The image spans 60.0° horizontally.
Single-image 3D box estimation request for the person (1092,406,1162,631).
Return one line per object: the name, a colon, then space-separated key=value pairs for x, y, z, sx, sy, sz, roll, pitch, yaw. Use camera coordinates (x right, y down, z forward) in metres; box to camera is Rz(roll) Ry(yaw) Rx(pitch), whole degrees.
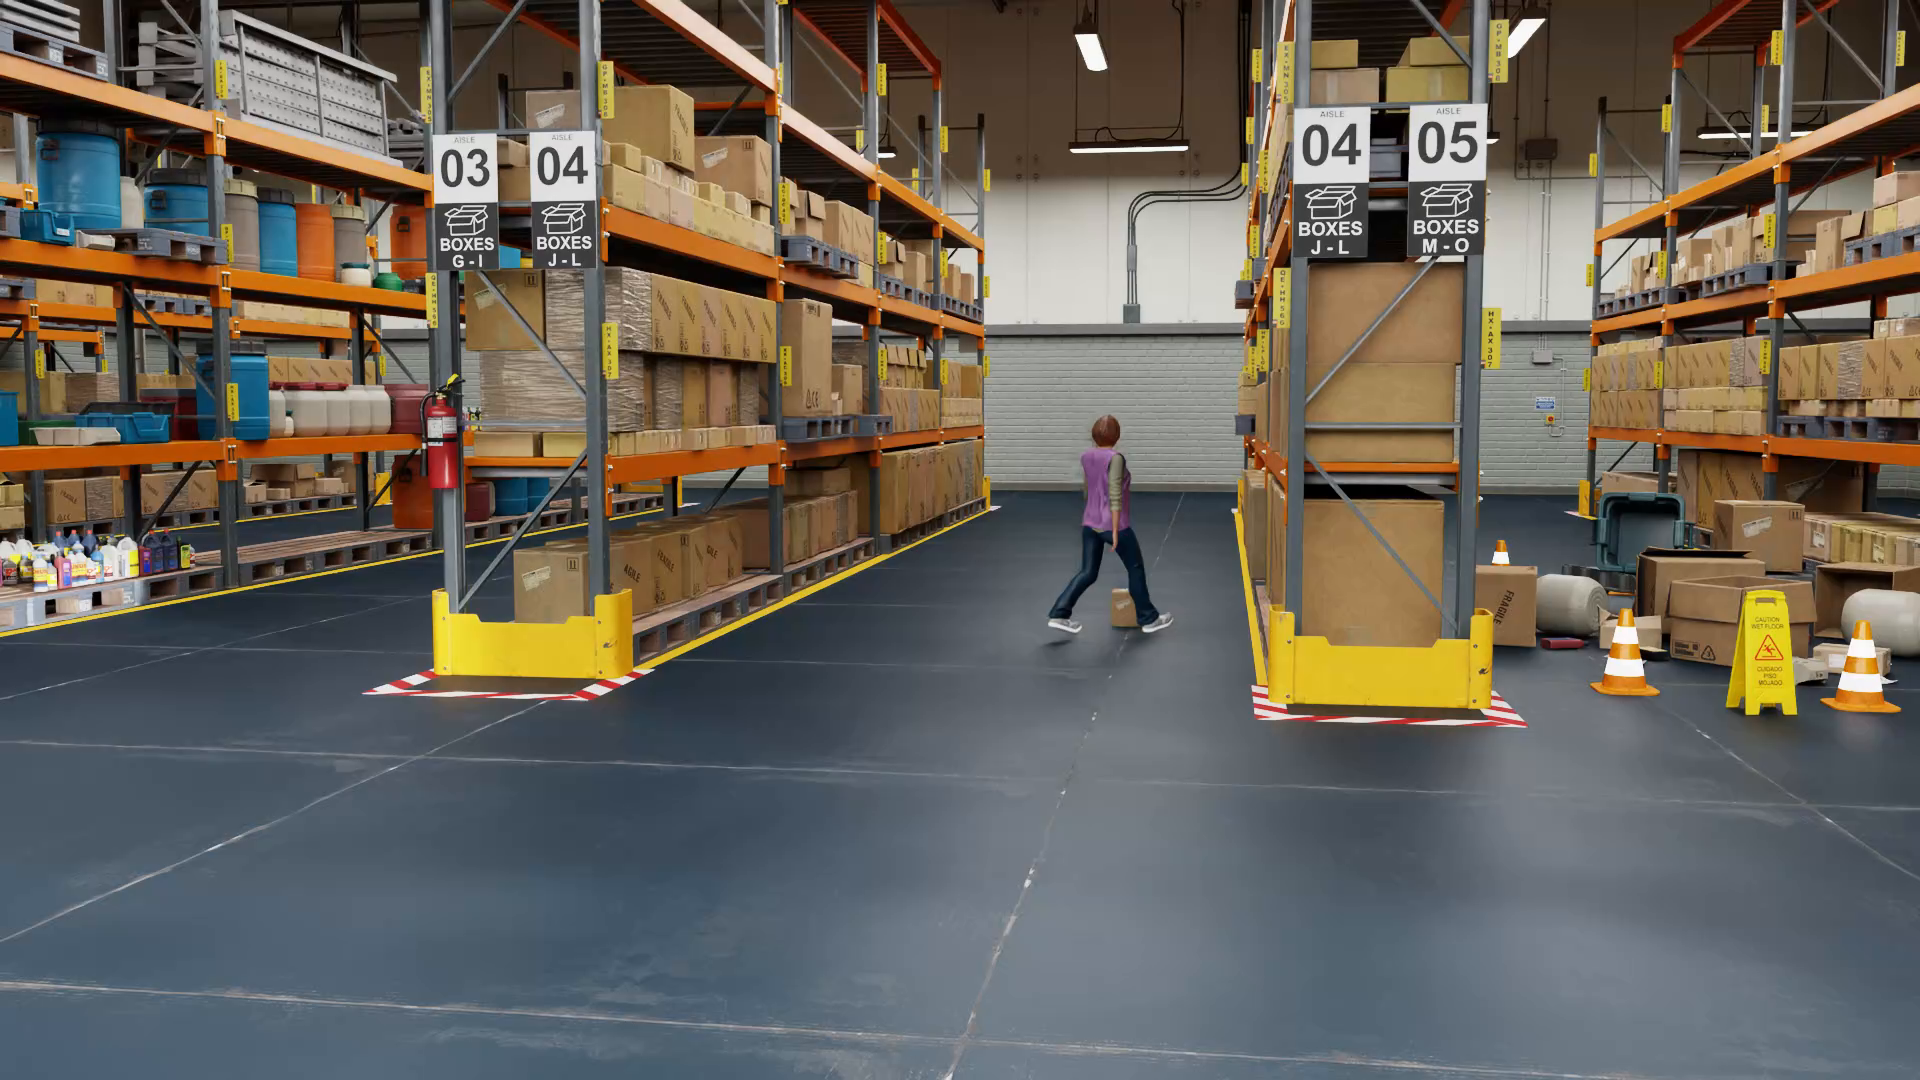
person: x=1.183 y=-0.146 z=11.796 sx=0.462 sy=1.600 sz=0.383 roll=2 pitch=5 yaw=26
